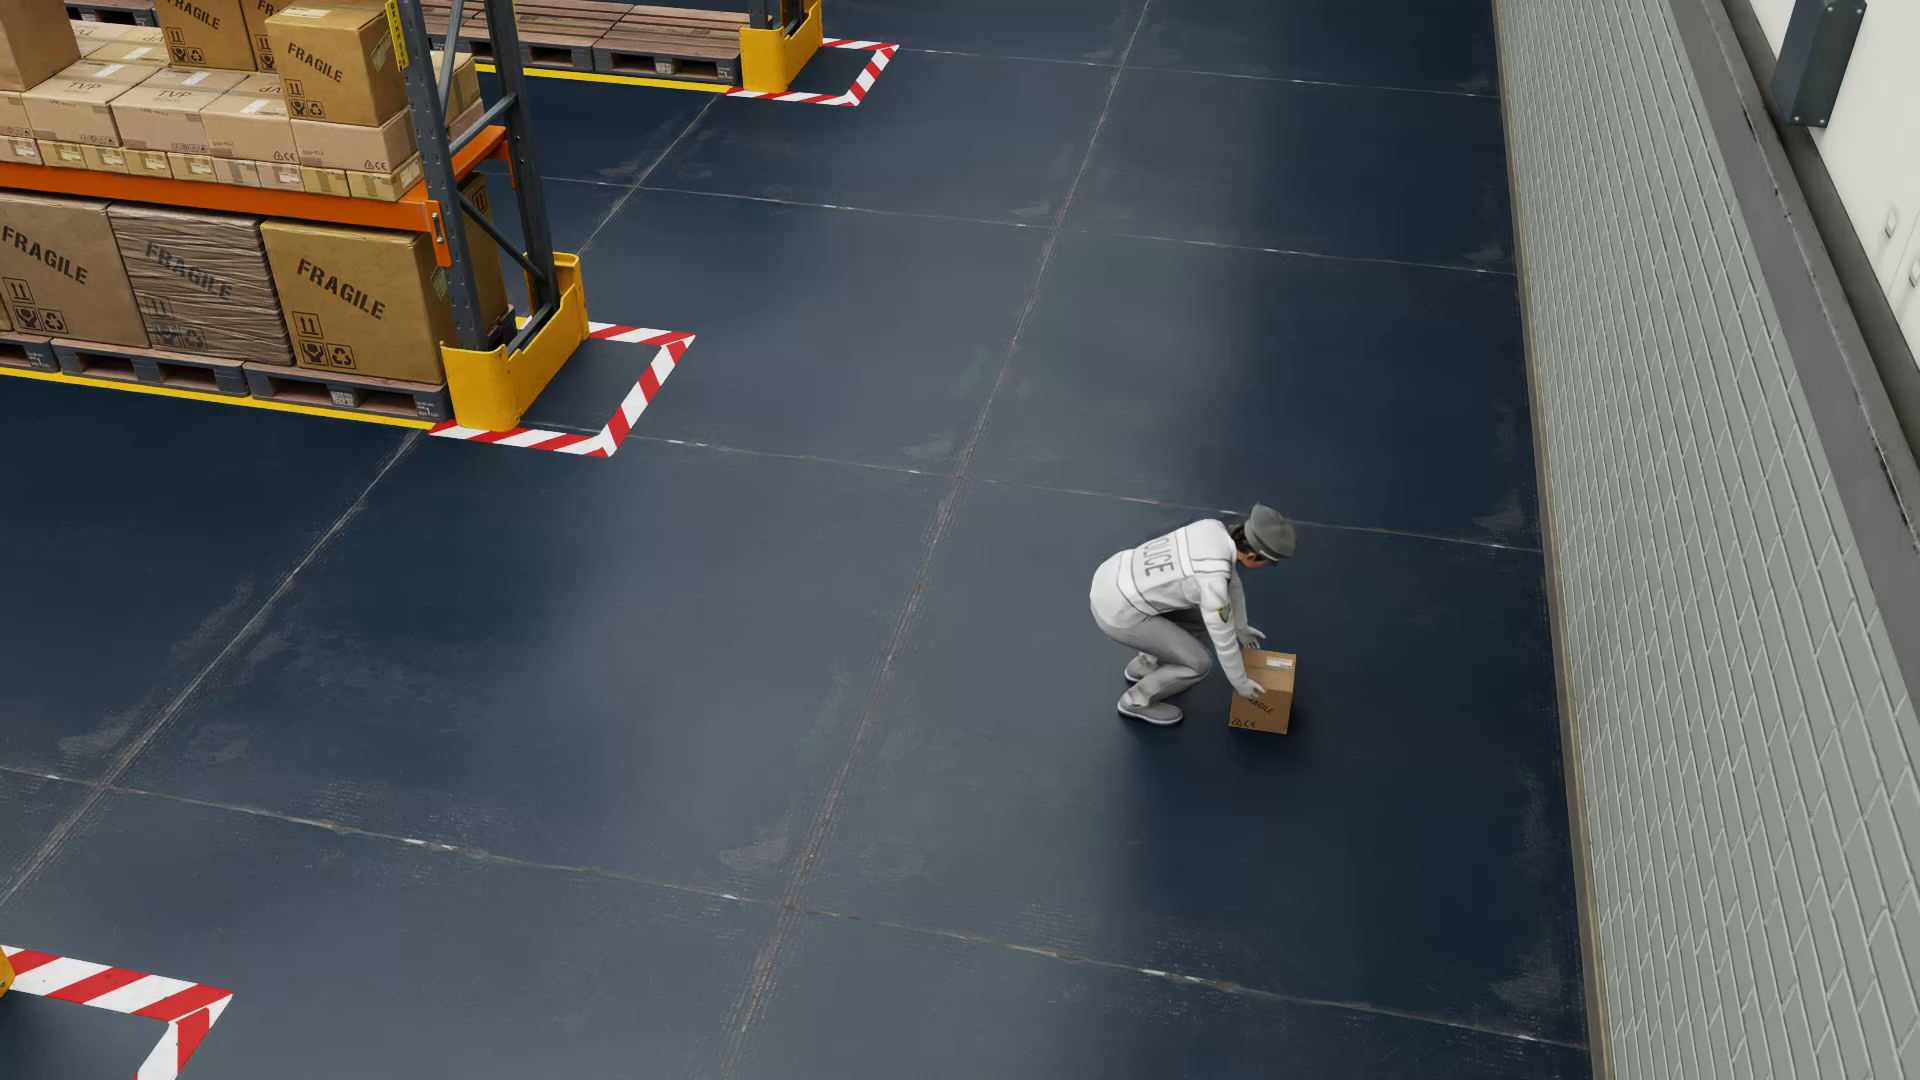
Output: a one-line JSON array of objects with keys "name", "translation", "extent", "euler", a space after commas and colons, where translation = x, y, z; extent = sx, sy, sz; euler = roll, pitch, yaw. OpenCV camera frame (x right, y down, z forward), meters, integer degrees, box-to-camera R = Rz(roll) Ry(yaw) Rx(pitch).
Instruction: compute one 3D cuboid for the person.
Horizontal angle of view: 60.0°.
[{"name": "person", "translation": [0.981, 0.286, 7.116], "extent": [0.837, 1.028, 0.500], "euler": [7, 37, 10]}]
